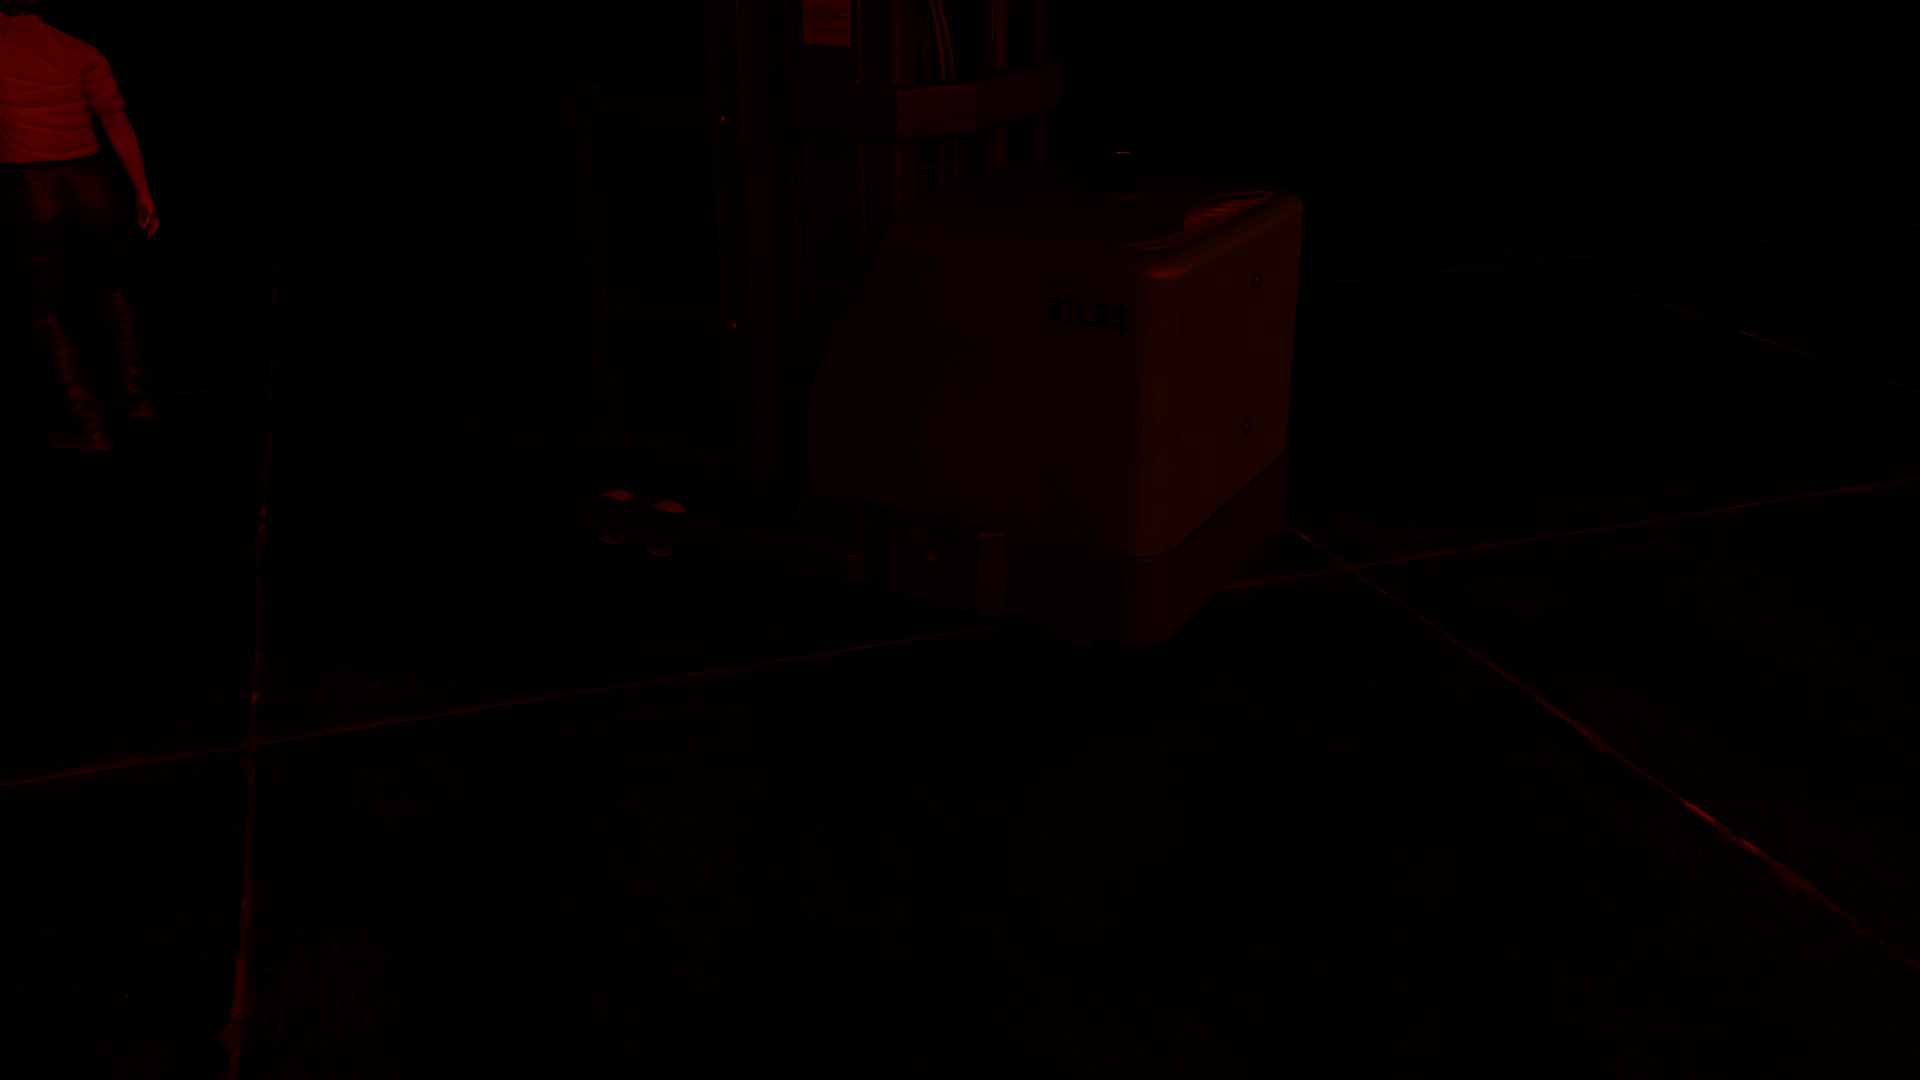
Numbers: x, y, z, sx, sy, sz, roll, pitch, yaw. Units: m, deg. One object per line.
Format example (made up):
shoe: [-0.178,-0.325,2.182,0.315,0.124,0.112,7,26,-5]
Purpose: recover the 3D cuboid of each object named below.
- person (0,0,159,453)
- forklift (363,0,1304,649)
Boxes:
person: [-3.114,-1.148,5.728,0.574,1.621,0.608,18,29,37]
forklift: [-0.562,-1.466,4.783,3.031,2.935,1.130,12,26,27]
